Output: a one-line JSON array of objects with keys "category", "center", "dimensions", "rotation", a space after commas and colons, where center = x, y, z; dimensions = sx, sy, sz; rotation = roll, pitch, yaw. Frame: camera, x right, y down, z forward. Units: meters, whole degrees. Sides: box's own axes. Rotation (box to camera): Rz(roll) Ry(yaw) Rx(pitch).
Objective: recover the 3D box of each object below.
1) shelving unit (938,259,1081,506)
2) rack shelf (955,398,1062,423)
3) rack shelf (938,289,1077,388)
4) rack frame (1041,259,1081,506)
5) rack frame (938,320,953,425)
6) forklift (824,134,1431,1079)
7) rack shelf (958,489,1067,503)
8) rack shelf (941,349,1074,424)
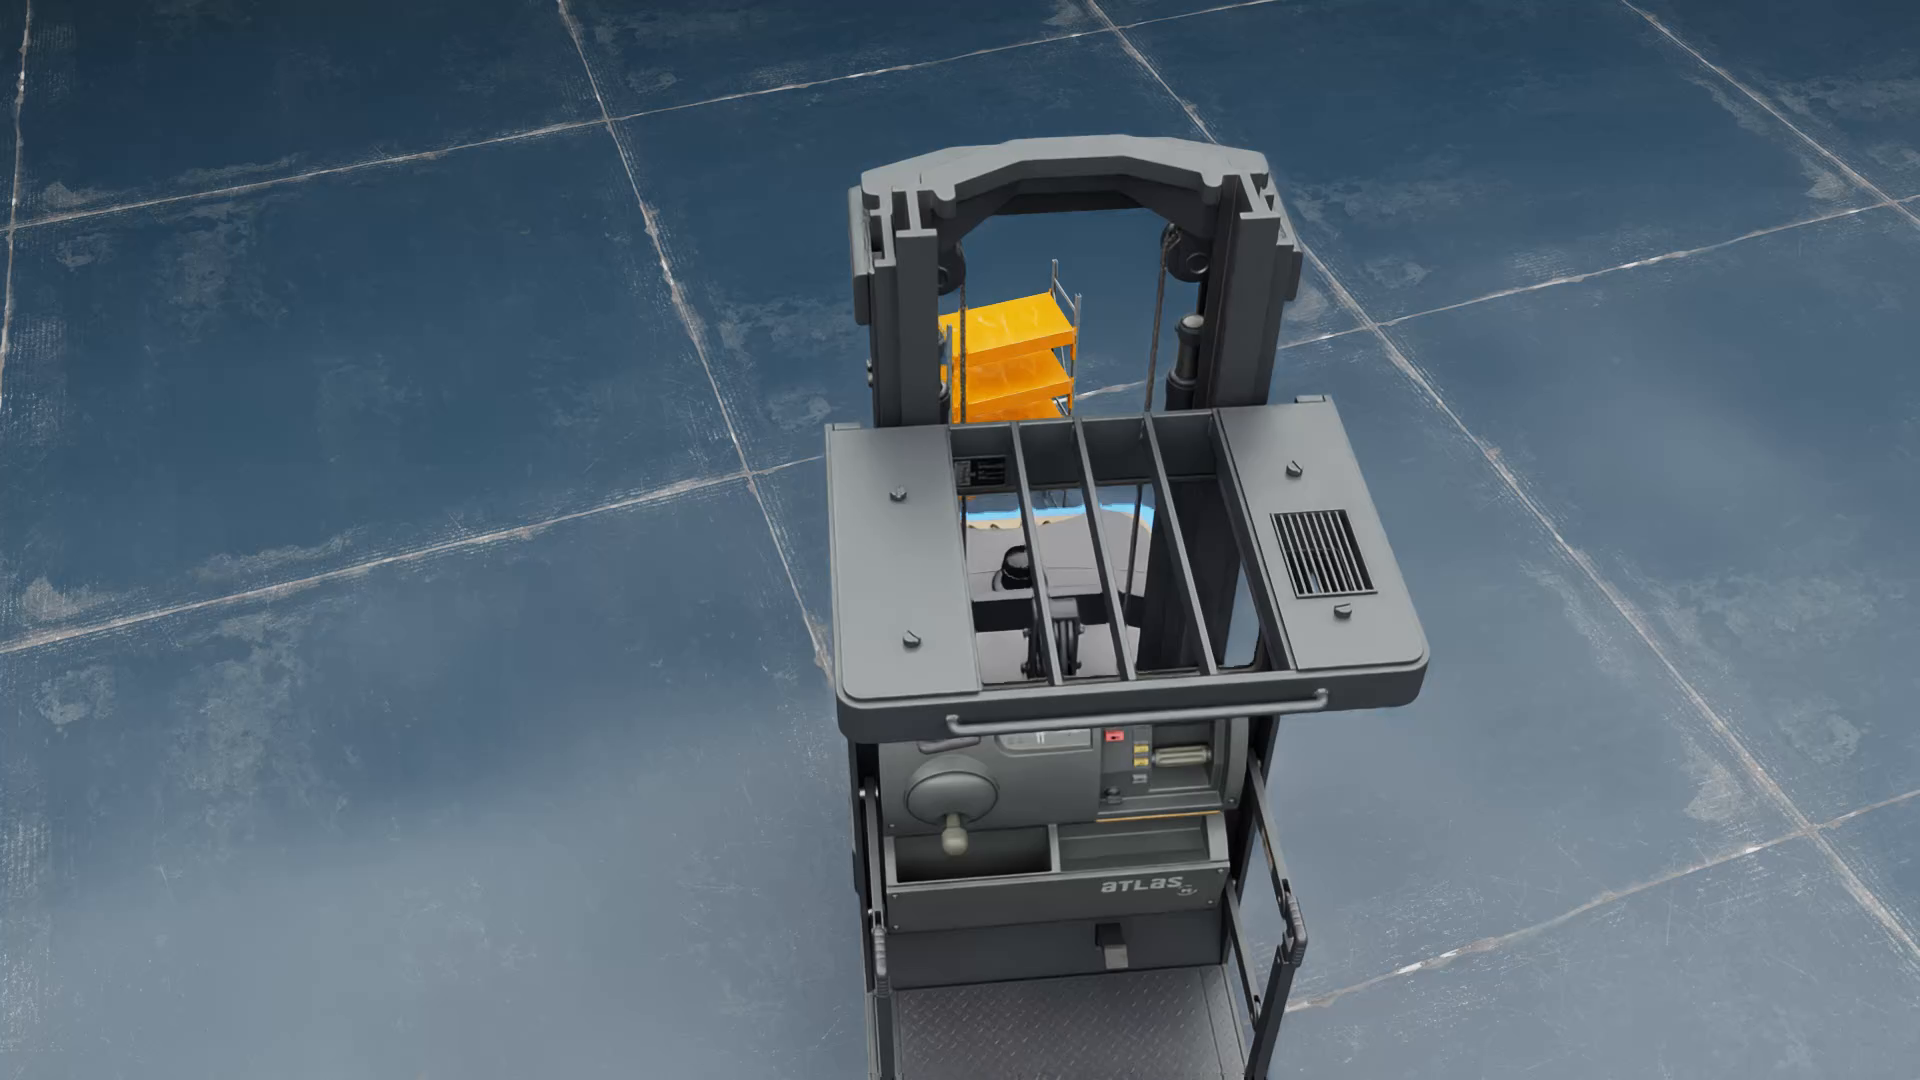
[{"category": "shelving unit", "center": [0.156, -0.463, 6.365], "dimensions": [0.503, 1.200, 0.258], "rotation": [-14, 47, -14]}, {"category": "rack shelf", "center": [0.156, -0.416, 6.412], "dimensions": [0.480, 0.148, 0.258], "rotation": [-14, 47, -14]}, {"category": "rack shelf", "center": [0.156, -0.741, 6.086], "dimensions": [0.480, 0.148, 0.258], "rotation": [-14, 47, -14]}, {"category": "rack frame", "center": [0.385, -0.522, 6.423], "dimensions": [0.015, 1.200, 0.240], "rotation": [-14, 47, -14]}, {"category": "rack frame", "center": [-0.074, -0.405, 6.306], "dimensions": [0.015, 1.200, 0.240], "rotation": [-14, 47, -14]}, {"category": "forklift", "center": [0.282, 0.663, 4.019], "dimensions": [1.130, 2.935, 3.031], "rotation": [-4, 45, -4]}, {"category": "rack shelf", "center": [0.156, -0.276, 6.553], "dimensions": [0.480, 0.148, 0.258], "rotation": [-14, 47, -14]}, {"category": "rack shelf", "center": [0.156, -0.574, 6.254], "dimensions": [0.480, 0.148, 0.258], "rotation": [-14, 47, -14]}]
